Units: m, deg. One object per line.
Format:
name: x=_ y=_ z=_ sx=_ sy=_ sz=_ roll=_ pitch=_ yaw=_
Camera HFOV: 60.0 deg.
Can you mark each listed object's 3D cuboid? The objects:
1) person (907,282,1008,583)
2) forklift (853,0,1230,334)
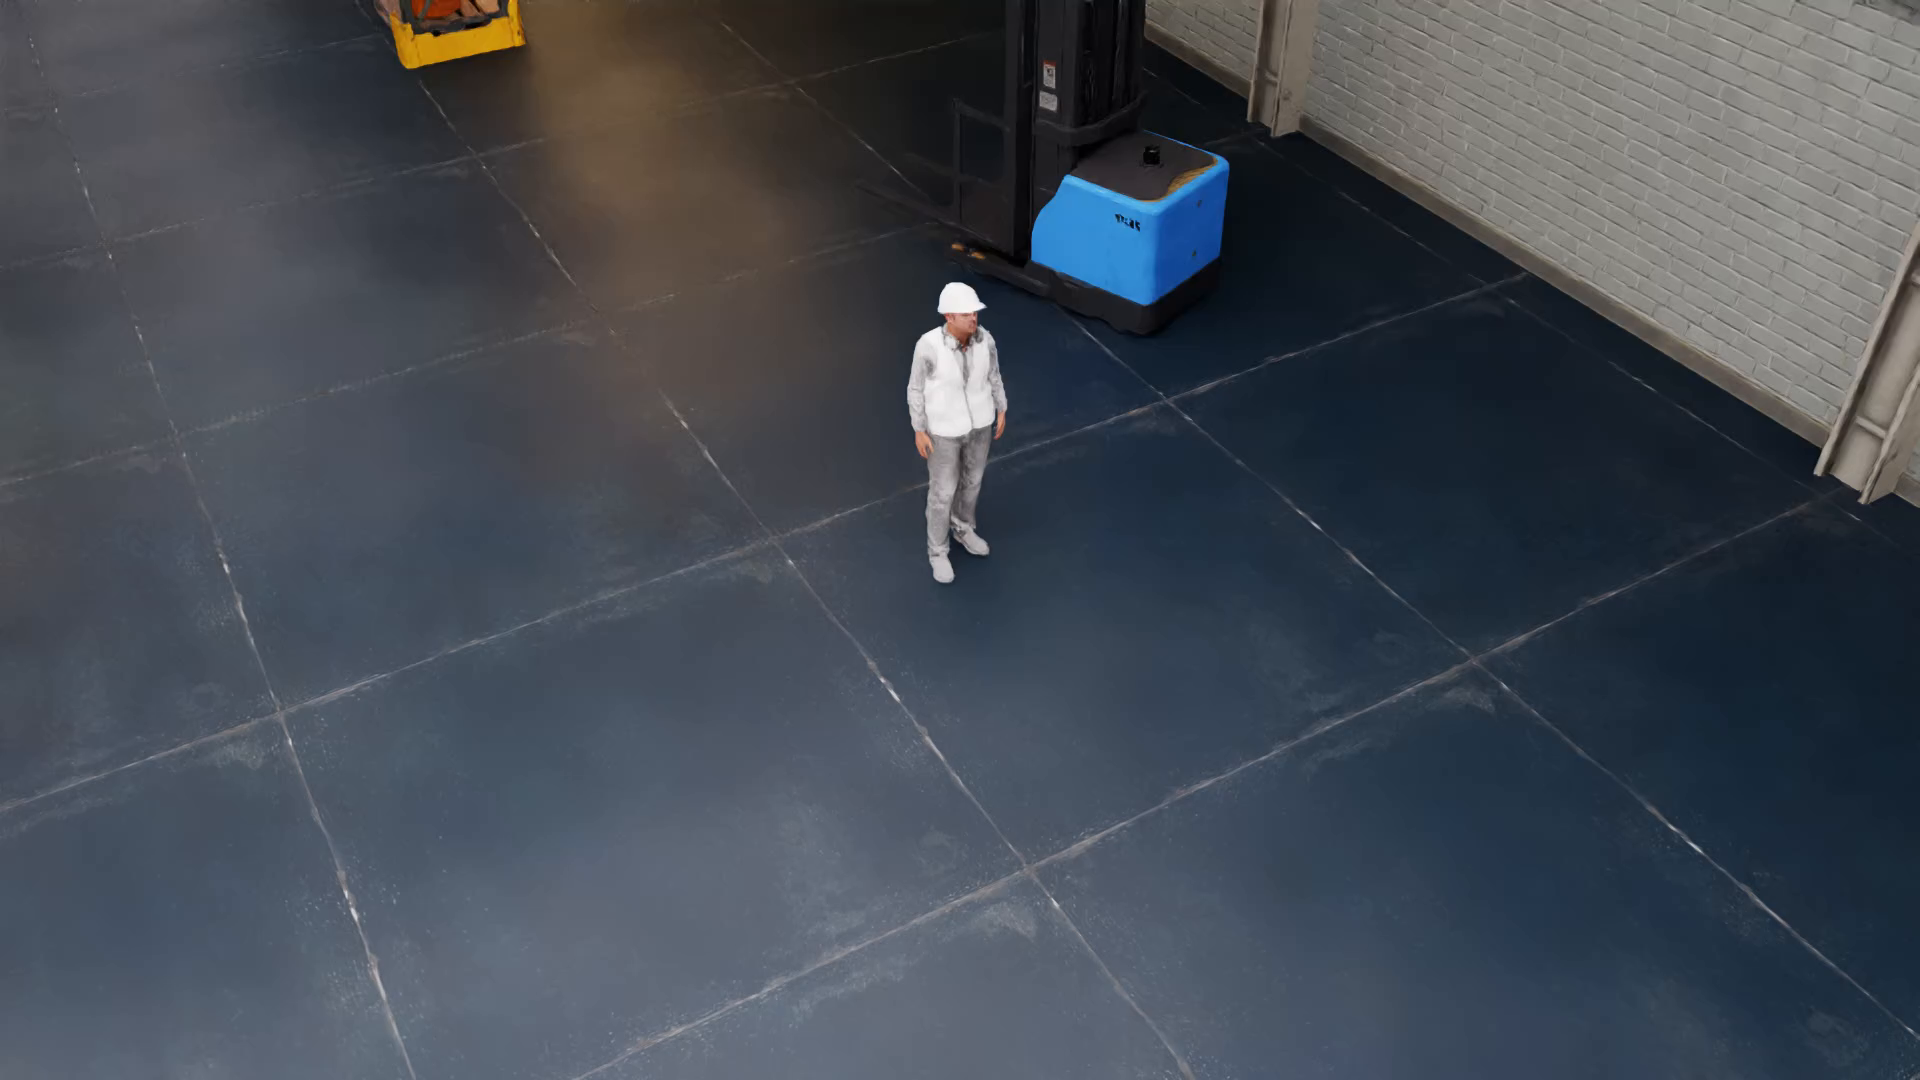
person: x=0.024 y=-0.650 z=9.718 sx=0.632 sy=1.768 sz=0.567 roll=-20 pitch=44 yaw=-23
forklift: x=0.505 y=-3.412 z=12.150 sx=3.031 sy=2.935 sz=1.130 roll=28 pitch=47 yaw=30
